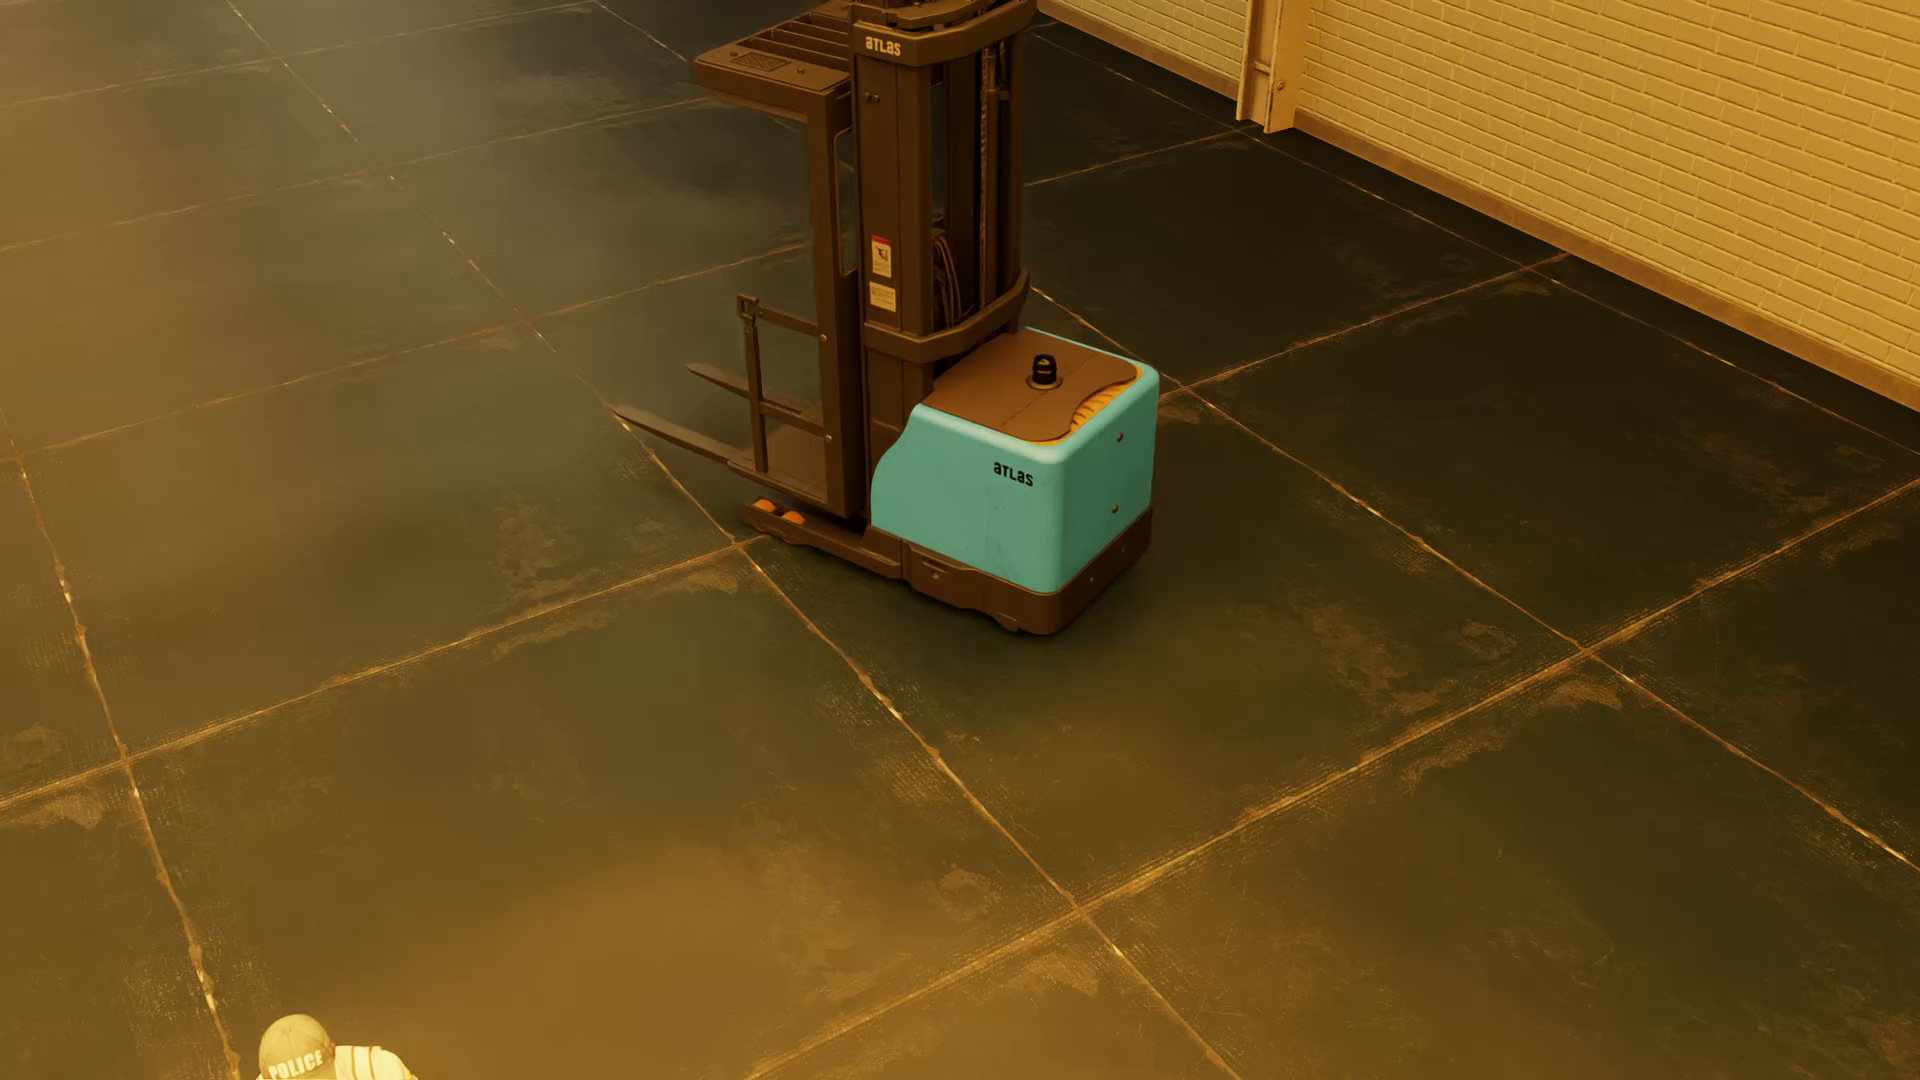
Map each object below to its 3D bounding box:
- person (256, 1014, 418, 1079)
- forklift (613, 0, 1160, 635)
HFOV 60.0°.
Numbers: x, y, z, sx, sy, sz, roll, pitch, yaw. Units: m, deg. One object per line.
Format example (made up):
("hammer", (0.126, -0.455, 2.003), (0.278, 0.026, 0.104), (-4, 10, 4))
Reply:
("person", (-1.641, 1.863, 4.612), (0.593, 1.655, 0.411), (-16, 38, -21))
("forklift", (-0.520, -1.407, 8.150), (3.031, 2.935, 1.130), (22, 41, 28))
